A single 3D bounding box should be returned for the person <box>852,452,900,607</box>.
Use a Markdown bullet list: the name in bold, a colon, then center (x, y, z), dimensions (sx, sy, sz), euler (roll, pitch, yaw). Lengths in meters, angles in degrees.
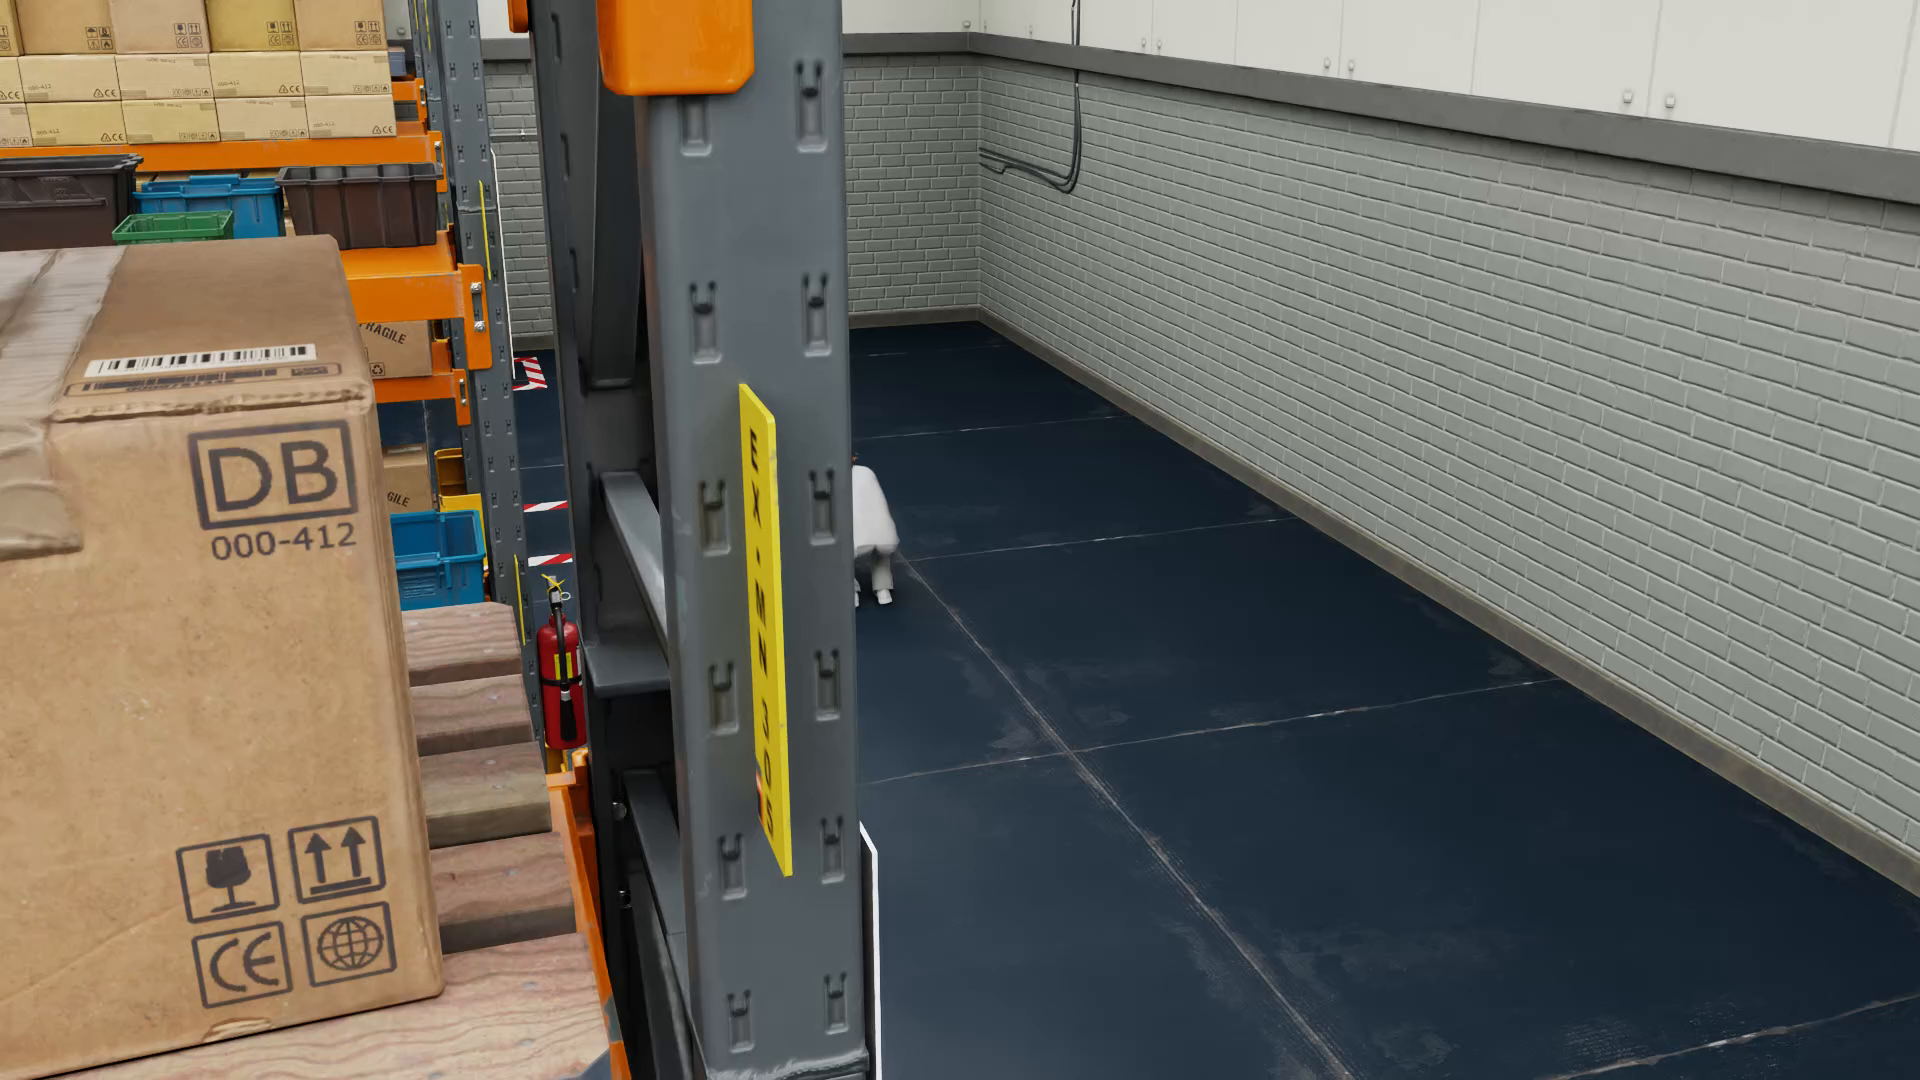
- **person**: center (-0.664, -0.054, 10.524), dimensions (0.464, 0.825, 0.817), euler (-7, 20, -18)
